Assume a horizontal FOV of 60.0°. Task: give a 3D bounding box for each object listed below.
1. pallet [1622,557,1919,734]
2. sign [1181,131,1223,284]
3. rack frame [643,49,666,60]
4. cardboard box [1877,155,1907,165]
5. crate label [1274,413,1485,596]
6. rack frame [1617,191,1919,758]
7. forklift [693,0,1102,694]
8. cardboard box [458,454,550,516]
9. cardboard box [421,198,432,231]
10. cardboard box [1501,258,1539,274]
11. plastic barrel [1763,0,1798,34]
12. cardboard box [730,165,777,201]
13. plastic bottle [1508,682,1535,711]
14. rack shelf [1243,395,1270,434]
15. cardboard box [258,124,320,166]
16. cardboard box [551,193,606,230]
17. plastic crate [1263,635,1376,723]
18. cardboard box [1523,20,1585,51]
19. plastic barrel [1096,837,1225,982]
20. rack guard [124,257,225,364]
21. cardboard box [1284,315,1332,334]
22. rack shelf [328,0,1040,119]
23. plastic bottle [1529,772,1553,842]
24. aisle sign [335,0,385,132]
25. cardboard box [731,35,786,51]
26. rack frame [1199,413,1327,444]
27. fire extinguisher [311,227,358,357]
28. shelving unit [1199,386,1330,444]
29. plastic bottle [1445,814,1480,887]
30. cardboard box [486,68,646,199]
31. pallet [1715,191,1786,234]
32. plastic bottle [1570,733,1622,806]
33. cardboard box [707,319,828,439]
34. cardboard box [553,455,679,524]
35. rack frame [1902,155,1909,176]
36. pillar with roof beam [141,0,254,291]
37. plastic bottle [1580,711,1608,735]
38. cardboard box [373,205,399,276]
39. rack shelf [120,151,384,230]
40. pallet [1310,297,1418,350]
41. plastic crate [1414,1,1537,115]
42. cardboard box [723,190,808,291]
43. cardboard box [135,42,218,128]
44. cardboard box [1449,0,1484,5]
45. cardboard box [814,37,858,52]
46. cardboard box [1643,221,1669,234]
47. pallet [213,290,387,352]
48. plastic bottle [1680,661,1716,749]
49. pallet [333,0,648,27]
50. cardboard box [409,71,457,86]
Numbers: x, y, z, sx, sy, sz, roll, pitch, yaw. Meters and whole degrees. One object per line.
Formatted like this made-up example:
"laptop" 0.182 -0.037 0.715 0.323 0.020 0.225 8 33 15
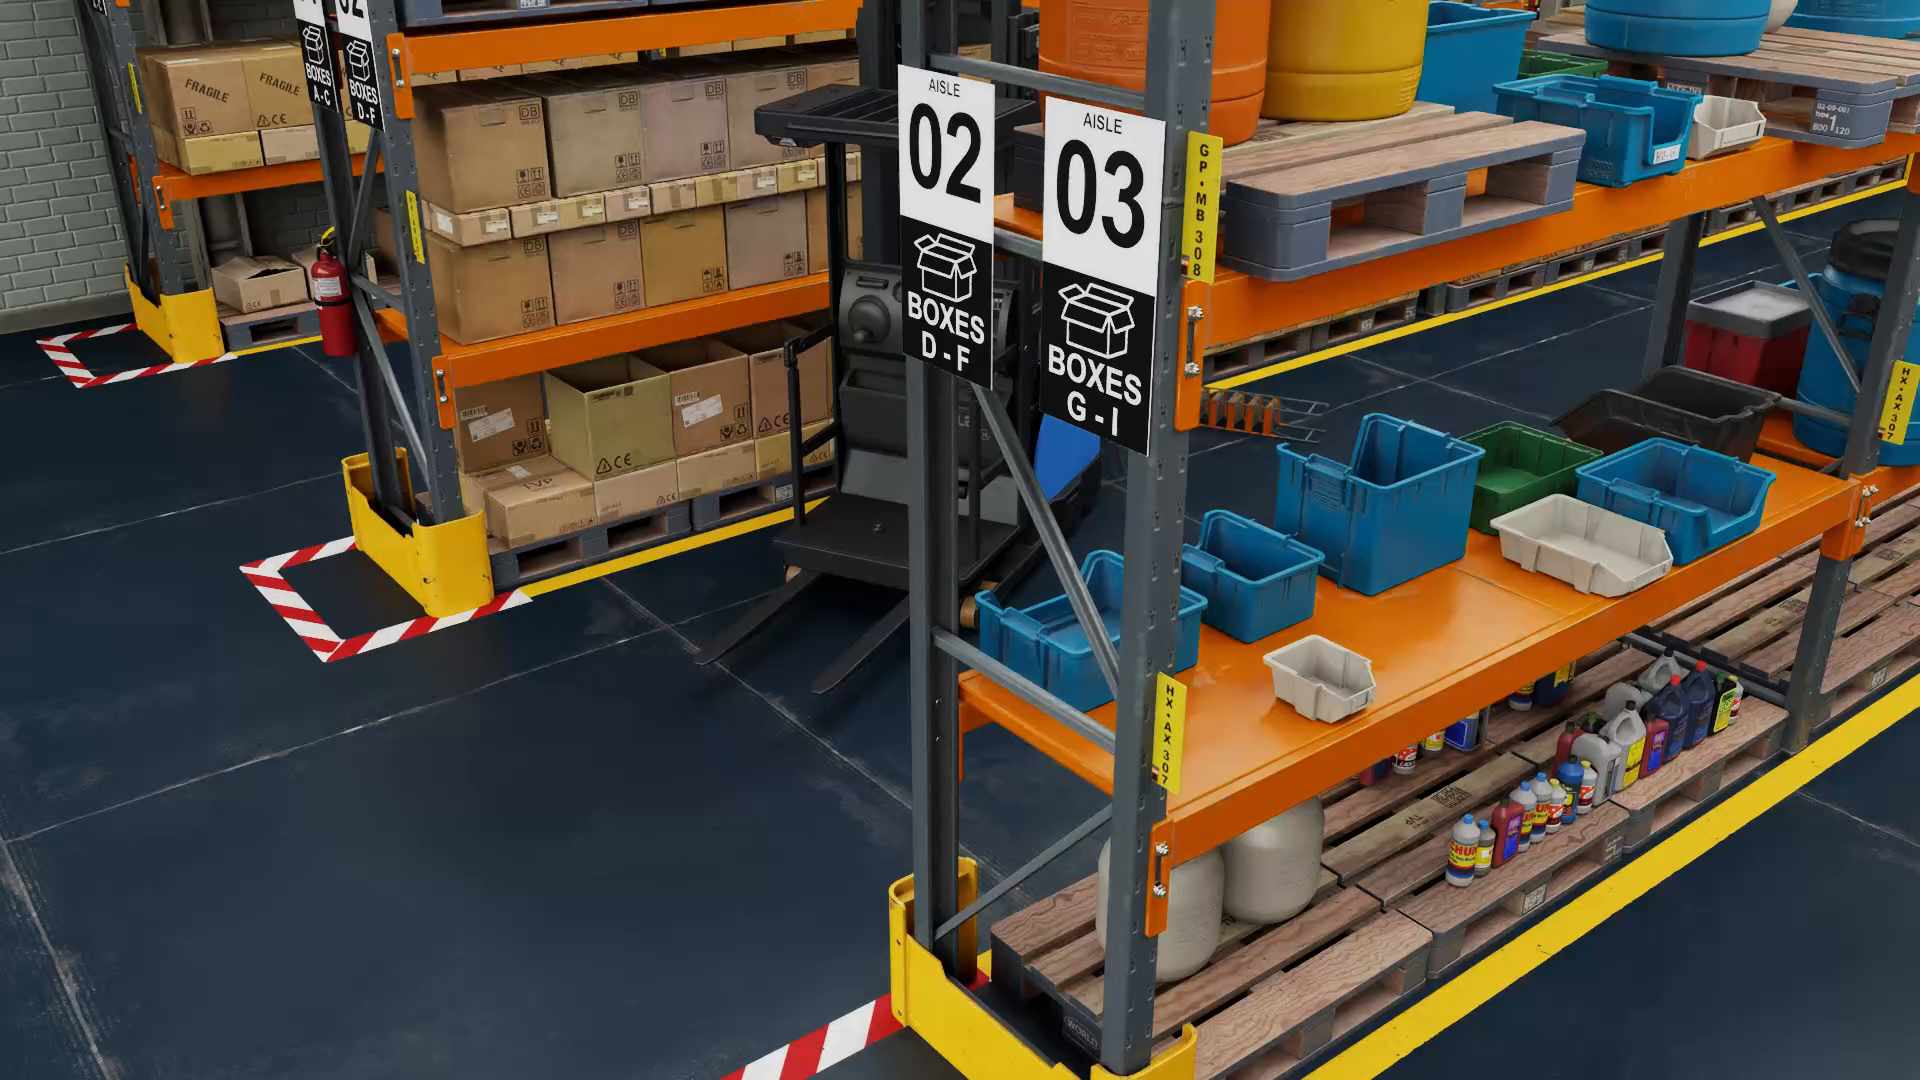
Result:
"pallet" 3.943 0.451 8.028 1.213 0.211 1.003 -18 31 -34
"sign" 0.538 -0.739 3.706 0.005 0.325 0.100 -18 31 -34
"rack frame" -2.764 -3.879 14.045 0.127 3.000 1.000 -18 31 -34
"cardboard box" 9.463 -4.199 17.181 0.500 0.500 0.500 -18 31 -34
"crate label" 1.483 -0.142 5.950 0.616 0.435 0.502 -18 31 -34
"rack frame" 3.349 -0.597 6.973 0.127 3.000 1.000 -18 31 -34
"forklift" -0.265 -1.092 8.121 1.130 2.935 3.031 11 27 23
"cardboard box" -2.612 -0.380 9.274 0.500 0.250 0.500 -18 31 -34
"cardboard box" -2.669 -1.702 8.465 0.250 0.149 0.380 -19 31 -35
"cardboard box" 4.386 -2.505 13.532 0.500 0.500 0.500 -20 31 -36
"plastic barrel" 2.889 -2.152 6.129 0.421 0.512 0.421 0 25 0
"cardboard box" -1.200 -1.969 9.040 0.250 0.149 0.380 -18 30 -34
"plastic bottle" 2.418 0.591 7.132 0.097 0.271 0.097 0 25 0
"rack shelf" 1.926 -0.817 10.775 0.103 0.180 0.258 11 27 23
"cardboard box" -4.932 -2.942 12.181 0.500 0.250 0.500 -19 31 -36
"cardboard box" -2.007 -1.704 8.469 0.250 0.149 0.380 -18 30 -34
"plastic crate" 1.104 0.436 5.061 0.250 0.136 0.298 -18 31 -34
"cardboard box" 4.707 -3.889 13.449 0.500 0.500 0.700 -12 28 -24
"plastic barrel" 0.672 1.184 5.593 0.421 0.512 0.421 0 25 0
"rack guard" -5.852 -1.726 12.375 0.348 0.500 1.175 -18 31 -34
"cardboard box" 2.379 -1.739 12.202 0.500 0.250 0.500 -17 30 -33
"rack shelf" -1.278 -2.754 8.912 4.000 0.370 1.077 -18 31 -34
"plastic bottle" 2.169 0.997 6.257 0.097 0.271 0.097 0 25 0
"aisle sign" -2.715 -2.261 7.470 0.004 0.787 0.394 -18 31 -34
"cardboard box" -1.898 -4.388 14.500 0.500 0.500 0.700 -15 29 -29
"rack frame" 1.777 -0.762 10.876 1.200 0.006 0.240 11 27 23
"fire extinguisher" -3.232 -1.288 8.554 0.183 0.674 0.296 -18 31 -34
"shelving unit" 1.777 -0.845 10.838 1.200 0.189 0.258 11 27 23
"plastic bottle" 1.821 1.112 6.009 0.097 0.271 0.097 0 25 0
"cardboard box" -2.025 -2.103 8.558 0.500 0.500 0.700 -19 31 -35
"pallet" 7.132 -3.230 15.960 1.213 0.211 1.003 -18 31 -34
"plastic bottle" 2.485 0.876 6.512 0.135 0.276 0.152 -18 30 -33
"cardboard box" -1.111 -0.938 9.584 0.500 0.500 0.500 -18 31 -34
"cardboard box" -1.902 -0.340 9.187 0.500 0.250 0.500 -18 31 -34
"rack frame" 9.739 -5.356 17.228 0.127 3.000 1.000 -18 31 -34
"pillar with roof beam" -3.238 -4.603 8.480 0.400 9.000 9.100 -18 31 -34
"plastic bottle" 2.532 0.805 6.657 0.133 0.283 0.061 -18 31 -34
"cardboard box" -4.255 -2.378 13.257 0.500 0.500 0.700 -21 32 -37
"rack shelf" -4.338 -3.033 13.077 4.000 0.370 1.077 -18 31 -34
"pallet" 2.771 -1.812 12.904 1.213 0.211 1.003 -18 31 -34
"plastic crate" 1.516 -1.507 5.389 0.575 0.384 0.392 -18 31 -34
"cardboard box" -1.260 -1.765 9.372 0.500 0.500 0.700 -17 30 -33
"cardboard box" -5.672 -3.314 12.091 0.500 0.500 0.500 -19 31 -35
"cardboard box" 5.718 -6.804 19.991 0.700 0.700 0.980 -19 31 -34
"cardboard box" -0.447 -2.624 9.680 0.500 0.500 0.700 -18 31 -34
"cardboard box" 5.985 -3.034 14.671 0.500 0.500 0.500 -18 30 -34
"pallet" -5.191 -1.794 12.865 1.213 0.211 1.003 -18 31 -34
"plastic bottle" 3.020 0.668 6.872 0.185 0.351 0.144 -19 31 -35
"pallet" -2.280 -2.696 8.037 1.213 0.211 1.003 -18 31 -34
"cardboard box" -4.146 -3.541 12.580 0.500 0.500 0.500 -17 30 -32
